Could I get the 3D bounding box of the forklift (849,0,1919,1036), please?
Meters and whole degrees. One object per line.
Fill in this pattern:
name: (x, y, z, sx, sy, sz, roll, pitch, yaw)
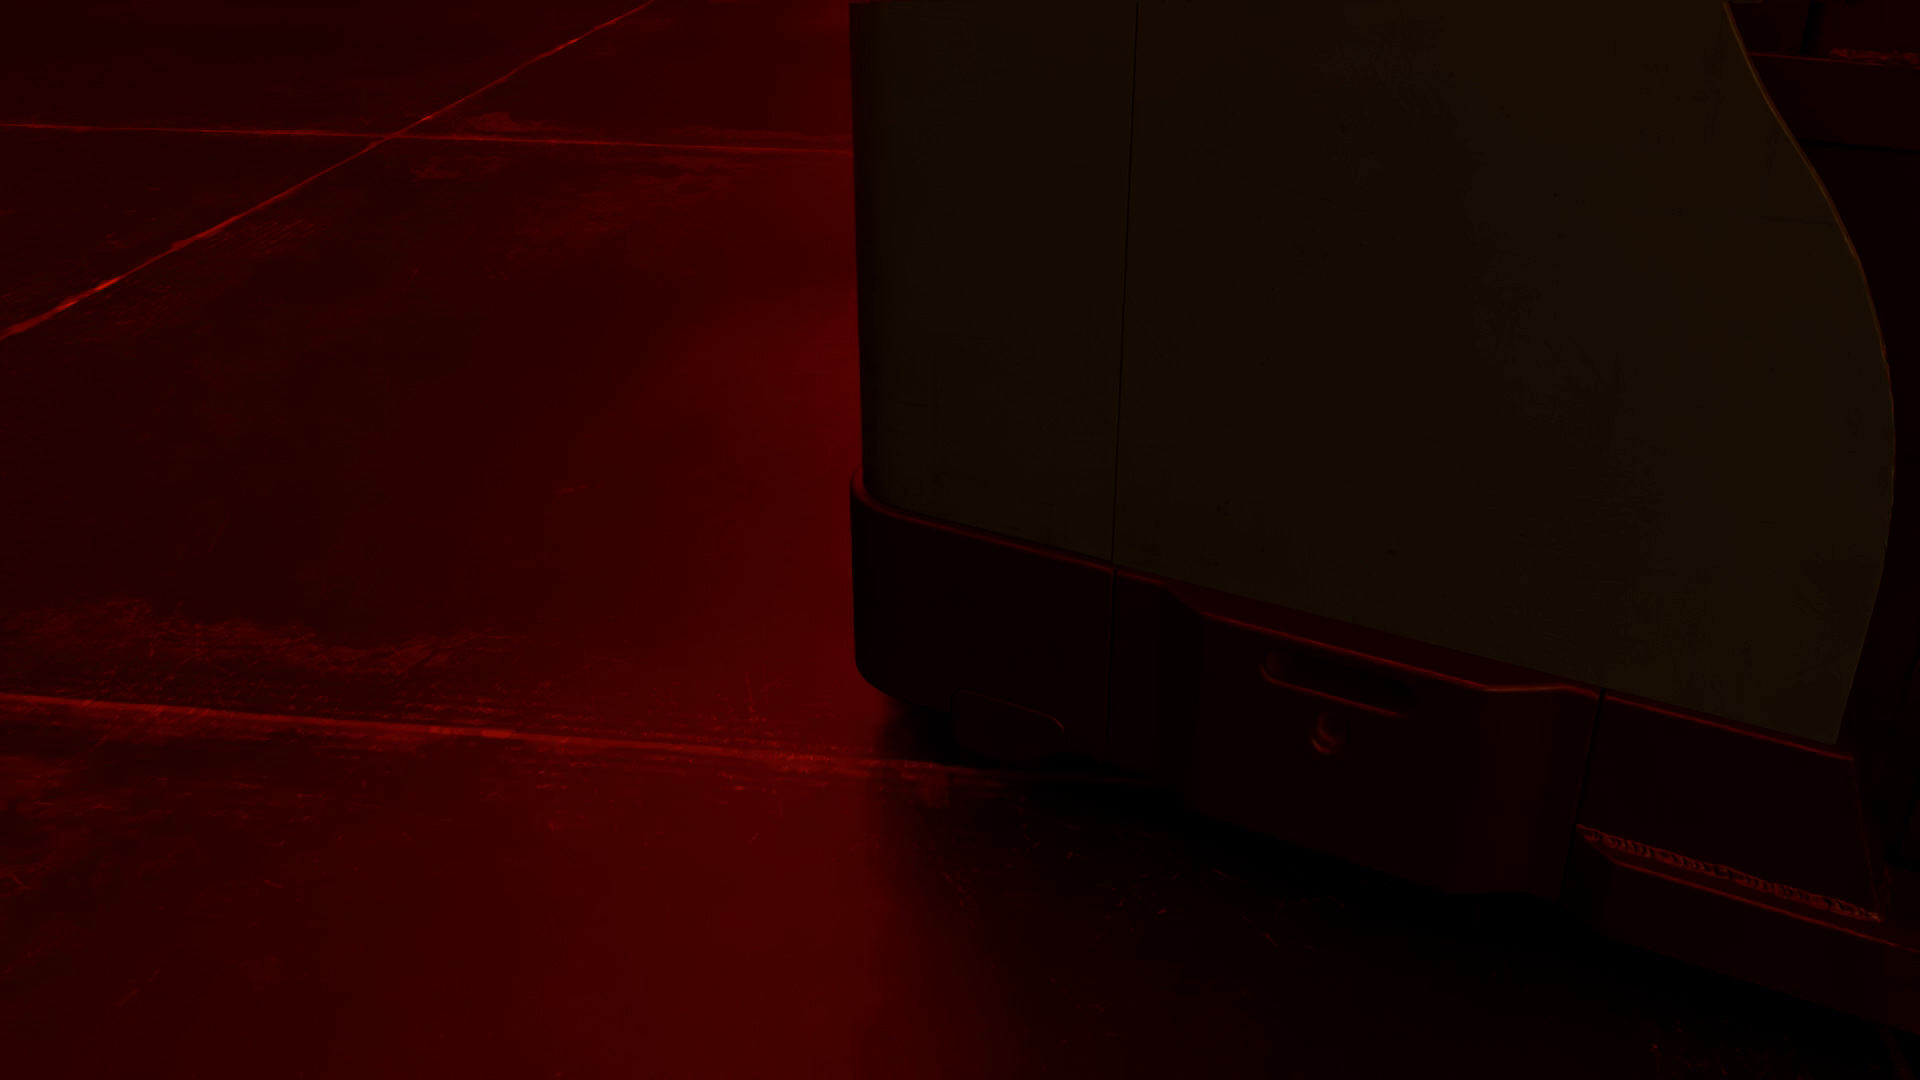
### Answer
forklift: (1.407, -0.950, 1.121, 3.031, 2.935, 1.130, 14, 30, 27)
